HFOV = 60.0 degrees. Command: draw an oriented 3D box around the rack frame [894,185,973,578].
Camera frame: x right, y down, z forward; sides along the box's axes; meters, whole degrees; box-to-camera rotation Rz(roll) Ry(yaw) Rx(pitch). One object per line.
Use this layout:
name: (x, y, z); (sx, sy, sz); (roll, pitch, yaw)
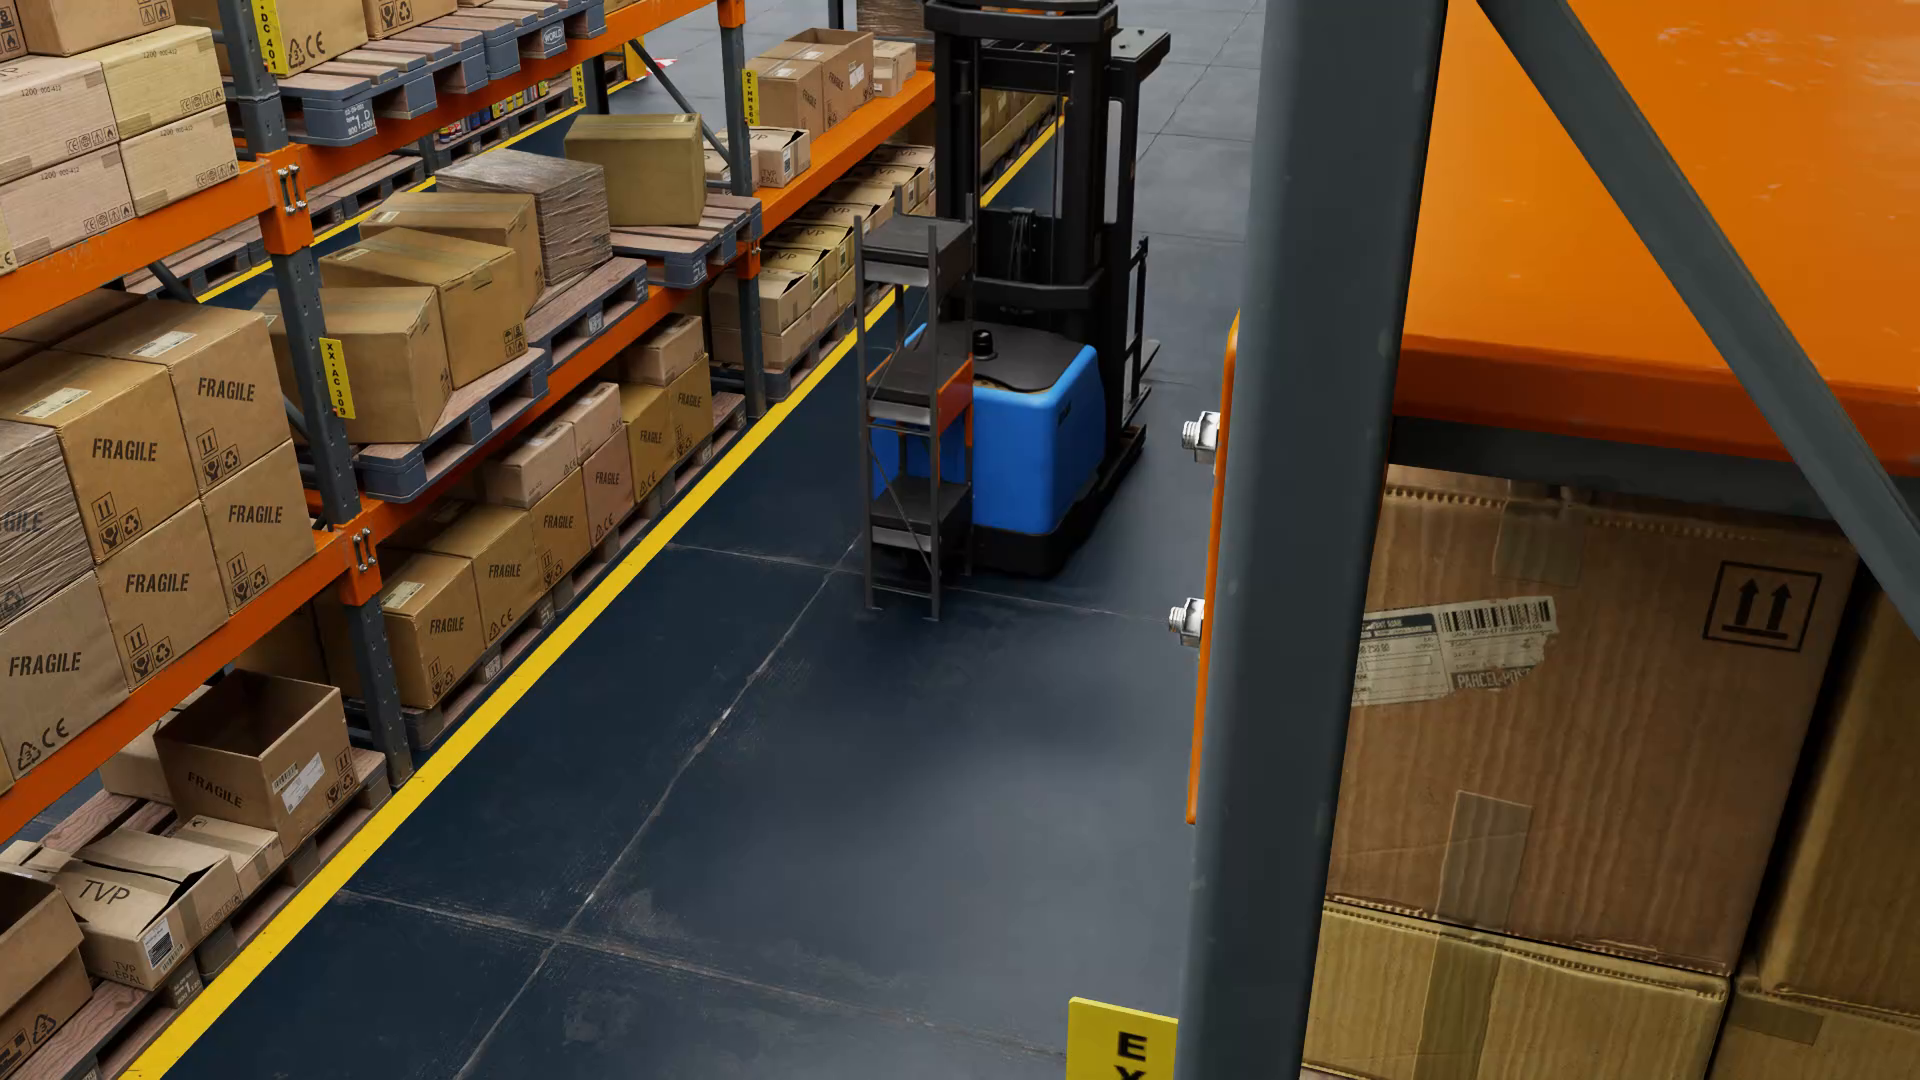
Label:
rack frame: (-0.126, -0.753, 8.445); (0.400, 2.100, 0.015); (10, 31, 18)

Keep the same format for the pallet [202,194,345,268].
pallet: (-5.851, -2.583, 13.677); (1.003, 0.211, 1.213); (8, 30, 15)

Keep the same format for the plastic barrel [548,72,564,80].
plastic barrel: (-4.394, -5.147, 17.544); (0.421, 0.512, 0.421); (0, 29, 0)

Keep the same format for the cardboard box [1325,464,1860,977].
cardboard box: (0.601, 0.070, 1.802); (0.500, 0.500, 0.500); (8, 30, 15)

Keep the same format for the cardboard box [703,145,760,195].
cardboard box: (-1.593, -2.298, 10.387); (0.500, 0.311, 0.500); (10, 31, 18)

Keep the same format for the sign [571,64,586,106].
sign: (-2.273, -2.758, 9.930); (0.100, 0.325, 0.005); (8, 30, 15)

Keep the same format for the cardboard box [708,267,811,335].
cardboard box: (-1.307, -1.602, 10.864); (0.500, 0.311, 0.500); (10, 30, 17)

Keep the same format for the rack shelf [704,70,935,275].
rack shelf: (-1.154, -2.789, 11.918); (1.077, 0.370, 4.000); (8, 30, 15)

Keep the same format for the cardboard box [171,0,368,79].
cardboard box: (-2.697, -2.120, 6.253); (0.600, 0.600, 0.600); (6, 30, 10)

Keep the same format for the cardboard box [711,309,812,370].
cardboard box: (-1.307, -1.357, 11.001); (0.500, 0.250, 0.500); (8, 30, 15)

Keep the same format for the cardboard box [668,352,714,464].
cardboard box: (-1.791, -0.806, 9.731); (0.500, 0.500, 0.500); (10, 31, 17)

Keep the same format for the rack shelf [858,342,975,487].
rack shelf: (-0.211, -0.630, 8.251); (0.431, 0.518, 0.480); (10, 31, 18)

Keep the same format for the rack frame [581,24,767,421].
rack frame: (-1.741, -2.174, 10.072); (1.000, 3.000, 0.127); (8, 30, 15)

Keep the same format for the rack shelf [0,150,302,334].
rack shelf: (-3.502, -0.382, 4.506); (1.077, 0.370, 4.000); (8, 30, 15)

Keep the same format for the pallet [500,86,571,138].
pallet: (-4.708, -4.398, 16.938); (1.003, 0.211, 1.213); (8, 30, 15)

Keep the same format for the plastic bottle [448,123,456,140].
plastic bottle: (-4.759, -3.843, 15.499); (0.097, 0.201, 0.097); (0, 29, 0)

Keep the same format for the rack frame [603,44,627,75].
rack frame: (-4.127, -6.600, 18.029); (1.000, 3.000, 0.127); (8, 30, 15)

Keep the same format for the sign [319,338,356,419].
sign: (-2.394, -0.619, 6.387); (0.100, 0.325, 0.005); (8, 30, 15)

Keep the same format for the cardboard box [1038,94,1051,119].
cardboard box: (0.597, -4.348, 16.377); (0.500, 0.250, 0.500); (8, 30, 15)

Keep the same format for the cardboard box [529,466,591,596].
cardboard box: (-2.241, -0.086, 8.437); (0.500, 0.500, 0.500); (9, 30, 15)

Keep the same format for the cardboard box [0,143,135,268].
cardboard box: (-2.961, -1.065, 5.148); (0.500, 0.250, 0.500); (8, 30, 15)

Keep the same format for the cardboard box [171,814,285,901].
cardboard box: (-2.864, 1.227, 6.439); (0.380, 0.149, 0.250); (8, 30, 15)

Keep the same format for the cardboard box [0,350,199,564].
cardboard box: (-2.964, -0.285, 5.546); (0.500, 0.500, 0.500); (8, 30, 14)

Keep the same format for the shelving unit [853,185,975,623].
shelving unit: (-0.211, -0.642, 8.245); (0.431, 2.100, 0.503); (10, 31, 18)

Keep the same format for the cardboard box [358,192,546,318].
cardboard box: (-2.456, -1.372, 8.096); (0.700, 0.500, 0.500); (1, 29, 2)

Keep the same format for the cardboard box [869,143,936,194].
cardboard box: (-0.412, -3.031, 13.432); (0.500, 0.311, 0.500); (8, 30, 15)

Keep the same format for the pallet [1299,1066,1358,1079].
pallet: (0.855, 0.631, 2.036); (1.003, 0.211, 1.213); (8, 30, 15)

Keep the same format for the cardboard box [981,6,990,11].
cardboard box: (-0.143, -4.762, 14.622); (0.700, 0.500, 0.500); (9, 30, 16)

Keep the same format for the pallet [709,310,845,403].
pallet: (-1.462, -1.332, 11.428); (1.003, 0.211, 1.213); (8, 30, 15)

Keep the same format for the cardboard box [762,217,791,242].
cardboard box: (-1.526, -2.156, 11.860); (0.500, 0.311, 0.500); (8, 30, 15)

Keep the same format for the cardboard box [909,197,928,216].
cardboard box: (-0.562, -2.546, 13.137); (0.500, 0.250, 0.500); (8, 30, 14)

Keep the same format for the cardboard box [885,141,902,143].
cardboard box: (-0.484, -3.492, 14.839); (0.500, 0.250, 0.500); (8, 30, 15)

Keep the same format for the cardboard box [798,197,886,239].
cardboard box: (-0.858, -2.323, 12.160); (0.500, 0.311, 0.500); (8, 30, 14)

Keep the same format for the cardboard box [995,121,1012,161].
cardboard box: (0.162, -3.650, 15.122); (0.500, 0.250, 0.500); (8, 30, 15)

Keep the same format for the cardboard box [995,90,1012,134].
cardboard box: (0.162, -3.978, 14.940); (0.500, 0.500, 0.500); (8, 30, 15)

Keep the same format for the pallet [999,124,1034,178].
pallet: (0.063, -3.747, 15.768); (1.003, 0.211, 1.213); (8, 30, 15)

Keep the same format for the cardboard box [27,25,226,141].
cardboard box: (-2.799, -1.514, 5.440); (0.500, 0.250, 0.500); (8, 30, 15)

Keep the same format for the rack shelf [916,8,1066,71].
rack shelf: (0.020, -4.648, 15.259); (1.077, 0.370, 4.000); (8, 30, 15)

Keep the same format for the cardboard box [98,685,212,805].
cardboard box: (-3.245, 0.832, 6.982); (0.500, 0.311, 0.500); (8, 30, 15)

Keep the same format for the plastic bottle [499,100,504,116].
plastic bottle: (-4.507, -4.243, 16.217); (0.097, 0.201, 0.097); (0, 29, 0)

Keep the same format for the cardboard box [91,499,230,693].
cardboard box: (-2.967, 0.150, 5.792); (0.500, 0.500, 0.500); (9, 30, 16)

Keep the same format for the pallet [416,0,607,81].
pallet: (-2.355, -2.319, 7.441); (1.213, 0.211, 1.003); (8, 30, 15)

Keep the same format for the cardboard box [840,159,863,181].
cardboard box: (-1.079, -2.871, 13.146); (0.500, 0.311, 0.500); (8, 30, 14)

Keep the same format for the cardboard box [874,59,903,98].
cardboard box: (-0.650, -3.539, 12.665); (0.396, 0.266, 0.258); (8, 30, 14)

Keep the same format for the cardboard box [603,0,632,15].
cardboard box: (-2.139, -2.842, 8.085); (0.910, 0.500, 0.500); (8, 30, 15)

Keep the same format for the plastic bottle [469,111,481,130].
plastic bottle: (-4.668, -4.092, 15.792); (0.144, 0.351, 0.185); (9, 30, 16)

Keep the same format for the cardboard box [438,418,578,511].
cardboard box: (-2.247, -0.397, 8.226); (0.500, 0.250, 0.500); (9, 30, 15)

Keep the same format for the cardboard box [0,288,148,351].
cardboard box: (-3.323, -0.617, 6.142); (0.500, 0.500, 0.500); (9, 30, 16)

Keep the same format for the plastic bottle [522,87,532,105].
plastic bottle: (-4.388, -4.508, 16.618); (0.152, 0.276, 0.135); (8, 30, 13)

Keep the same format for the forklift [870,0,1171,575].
forklift: (0.504, -1.796, 9.464); (1.130, 2.935, 3.031); (10, 31, 18)

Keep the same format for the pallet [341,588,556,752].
pallet: (-2.713, 0.520, 8.098); (1.003, 0.211, 1.213); (8, 30, 15)

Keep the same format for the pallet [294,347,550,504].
pallet: (-2.576, -0.587, 7.417); (1.003, 0.211, 1.213); (8, 30, 15)

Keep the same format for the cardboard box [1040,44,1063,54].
cardboard box: (0.734, -4.910, 16.615); (0.500, 0.500, 0.500); (8, 30, 15)

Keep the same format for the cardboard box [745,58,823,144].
cardboard box: (-1.264, -3.000, 11.454); (0.500, 0.500, 0.500); (7, 30, 12)

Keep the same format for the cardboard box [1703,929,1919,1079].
cardboard box: (1.096, 0.472, 1.849); (0.500, 0.250, 0.500); (10, 31, 17)

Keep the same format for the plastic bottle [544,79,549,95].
plastic bottle: (-4.247, -4.654, 16.956); (0.097, 0.201, 0.097); (0, 29, 0)
